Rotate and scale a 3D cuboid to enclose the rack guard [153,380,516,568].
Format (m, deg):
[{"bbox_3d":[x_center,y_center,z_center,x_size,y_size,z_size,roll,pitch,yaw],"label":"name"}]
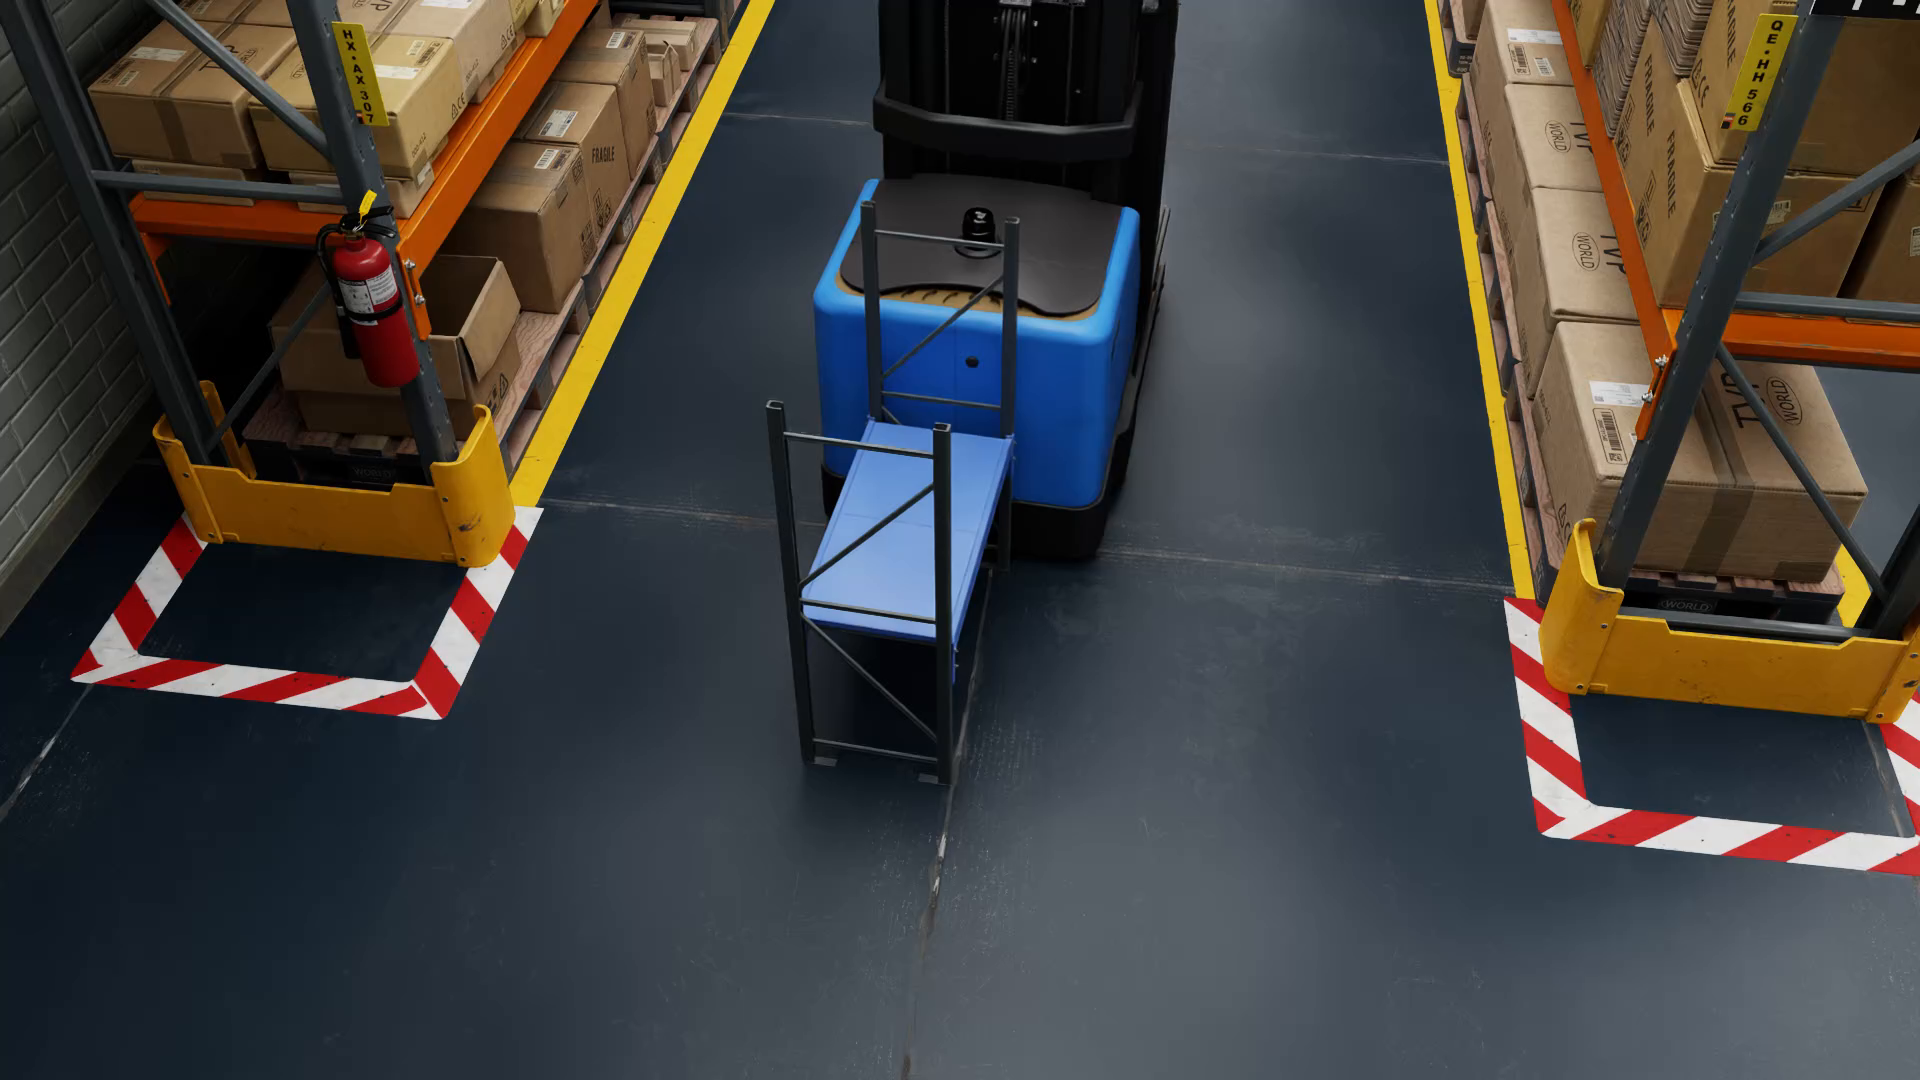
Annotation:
[{"bbox_3d":[-2.289,-0.243,6.143,1.175,0.500,0.348,5,44,6],"label":"rack guard"}]

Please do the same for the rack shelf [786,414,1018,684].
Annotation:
[{"bbox_3d":[-0.167,0.003,5.418,0.538,0.185,1.000,8,44,9],"label":"rack shelf"}]

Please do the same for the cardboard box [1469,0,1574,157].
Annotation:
[{"bbox_3d":[2.961,-2.180,7.929,0.875,0.438,0.875,5,44,5],"label":"cardboard box"}]

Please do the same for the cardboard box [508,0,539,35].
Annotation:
[{"bbox_3d":[-1.842,-2.127,6.207,0.500,0.250,0.500,4,44,5],"label":"cardboard box"}]

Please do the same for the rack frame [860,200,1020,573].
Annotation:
[{"bbox_3d":[-0.063,-0.470,5.656,0.500,1.500,0.032,8,44,9],"label":"rack frame"}]

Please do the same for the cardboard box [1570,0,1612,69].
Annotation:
[{"bbox_3d":[2.618,-2.085,6.197,0.500,0.500,0.500,6,44,7],"label":"cardboard box"}]

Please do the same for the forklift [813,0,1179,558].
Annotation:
[{"bbox_3d":[0.293,-2.024,6.256,1.130,2.935,3.031,8,44,9],"label":"forklift"}]

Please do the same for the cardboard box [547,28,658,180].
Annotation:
[{"bbox_3d":[-1.835,-2.039,7.734,0.700,0.500,0.500,4,44,4],"label":"cardboard box"}]

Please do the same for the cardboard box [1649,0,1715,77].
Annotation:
[{"bbox_3d":[2.490,-1.759,5.126,0.500,0.500,0.500,5,44,6],"label":"cardboard box"}]

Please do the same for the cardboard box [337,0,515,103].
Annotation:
[{"bbox_3d":[-1.905,-1.781,5.842,0.500,0.250,0.500,6,44,6],"label":"cardboard box"}]

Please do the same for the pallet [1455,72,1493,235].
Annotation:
[{"bbox_3d":[2.973,-1.853,8.053,1.003,0.211,1.213,5,44,6],"label":"pallet"}]

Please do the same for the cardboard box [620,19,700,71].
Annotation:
[{"bbox_3d":[-1.553,-2.536,8.515,0.380,0.149,0.250,4,44,4],"label":"cardboard box"}]

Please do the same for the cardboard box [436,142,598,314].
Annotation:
[{"bbox_3d":[-1.972,-1.331,6.987,0.700,0.500,0.500,7,44,7],"label":"cardboard box"}]

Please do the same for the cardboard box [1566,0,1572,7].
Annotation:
[{"bbox_3d":[2.686,-2.436,6.568,0.500,0.500,0.500,5,44,6],"label":"cardboard box"}]

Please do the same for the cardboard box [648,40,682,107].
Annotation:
[{"bbox_3d":[-1.600,-2.335,8.218,0.396,0.266,0.258,7,44,7],"label":"cardboard box"}]

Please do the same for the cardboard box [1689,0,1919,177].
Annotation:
[{"bbox_3d":[2.450,-1.400,4.747,0.500,0.500,0.500,7,44,7],"label":"cardboard box"}]

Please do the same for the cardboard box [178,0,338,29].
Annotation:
[{"bbox_3d":[-2.432,-1.842,5.906,0.500,0.250,0.500,5,44,6],"label":"cardboard box"}]

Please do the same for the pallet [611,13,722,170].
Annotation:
[{"bbox_3d":[-1.862,-2.344,8.573,1.003,0.211,1.213,5,44,6],"label":"pallet"}]

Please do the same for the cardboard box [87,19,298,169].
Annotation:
[{"bbox_3d":[-2.501,-1.490,5.535,0.500,0.250,0.500,6,44,7],"label":"cardboard box"}]

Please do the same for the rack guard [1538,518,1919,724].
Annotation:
[{"bbox_3d":[2.619,0.274,5.597,1.175,0.500,0.348,5,44,6],"label":"rack guard"}]

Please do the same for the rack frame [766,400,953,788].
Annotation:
[{"bbox_3d":[-0.271,0.214,4.933,0.500,1.500,0.032,8,44,9],"label":"rack frame"}]

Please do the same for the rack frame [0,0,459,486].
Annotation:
[{"bbox_3d":[-2.299,-1.099,5.229,1.000,3.000,0.127,5,44,6],"label":"rack frame"}]

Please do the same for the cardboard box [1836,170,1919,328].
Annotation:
[{"bbox_3d":[2.970,-0.988,5.039,0.500,0.500,0.500,5,44,5],"label":"cardboard box"}]

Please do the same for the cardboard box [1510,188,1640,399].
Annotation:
[{"bbox_3d":[2.723,-0.956,6.636,0.875,0.438,0.875,6,44,7],"label":"cardboard box"}]

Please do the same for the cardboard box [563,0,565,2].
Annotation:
[{"bbox_3d":[-1.749,-2.262,6.640,0.380,0.149,0.250,6,44,6],"label":"cardboard box"}]

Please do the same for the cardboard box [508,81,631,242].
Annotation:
[{"bbox_3d":[-1.803,-1.682,7.358,0.500,0.500,0.500,6,44,6],"label":"cardboard box"}]

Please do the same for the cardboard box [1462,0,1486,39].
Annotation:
[{"bbox_3d":[3.153,-3.187,8.674,0.875,0.875,0.875,6,44,7],"label":"cardboard box"}]

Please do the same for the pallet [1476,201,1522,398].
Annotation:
[{"bbox_3d":[2.814,-1.019,7.173,1.003,0.211,1.213,5,44,6],"label":"pallet"}]

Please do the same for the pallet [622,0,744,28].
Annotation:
[{"bbox_3d":[-1.700,-3.370,9.656,1.003,0.211,1.213,5,44,6],"label":"pallet"}]

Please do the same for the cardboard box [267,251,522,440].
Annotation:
[{"bbox_3d":[-2.124,-0.753,6.374,0.797,0.503,0.637,4,44,4],"label":"cardboard box"}]

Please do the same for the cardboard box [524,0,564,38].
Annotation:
[{"bbox_3d":[-1.764,-2.080,6.448,0.380,0.149,0.250,4,44,4],"label":"cardboard box"}]

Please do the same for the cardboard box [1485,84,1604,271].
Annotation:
[{"bbox_3d":[2.843,-1.570,7.285,0.875,0.438,0.875,4,44,4],"label":"cardboard box"}]

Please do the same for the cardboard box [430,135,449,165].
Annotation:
[{"bbox_3d":[-1.996,-1.384,5.713,0.380,0.149,0.250,6,44,7],"label":"cardboard box"}]

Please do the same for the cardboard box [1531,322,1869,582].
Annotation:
[{"bbox_3d":[2.610,-0.331,5.976,0.875,0.438,0.875,4,44,4],"label":"cardboard box"}]

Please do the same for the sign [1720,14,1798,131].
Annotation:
[{"bbox_3d":[2.086,-1.216,4.338,0.100,0.325,0.005,5,44,6],"label":"sign"}]

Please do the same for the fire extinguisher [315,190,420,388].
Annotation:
[{"bbox_3d":[-1.860,-0.793,5.234,0.296,0.674,0.183,5,44,6],"label":"fire extinguisher"}]

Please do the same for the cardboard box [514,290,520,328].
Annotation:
[{"bbox_3d":[-2.029,-0.911,6.798,0.380,0.149,0.250,4,44,4],"label":"cardboard box"}]

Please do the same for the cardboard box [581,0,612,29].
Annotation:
[{"bbox_3d":[-2.092,-2.572,8.435,0.500,0.311,0.500,7,44,7],"label":"cardboard box"}]

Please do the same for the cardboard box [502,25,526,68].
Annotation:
[{"bbox_3d":[-1.872,-1.915,6.273,0.380,0.149,0.250,6,44,6],"label":"cardboard box"}]

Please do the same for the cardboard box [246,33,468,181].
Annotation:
[{"bbox_3d":[-1.972,-1.437,5.479,0.500,0.250,0.500,5,44,6],"label":"cardboard box"}]

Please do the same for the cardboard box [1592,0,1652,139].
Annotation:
[{"bbox_3d":[2.563,-1.732,5.824,0.500,0.500,0.500,6,44,7],"label":"cardboard box"}]

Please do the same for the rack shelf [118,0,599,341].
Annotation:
[{"bbox_3d":[-2.034,-2.201,6.916,1.077,0.370,4.000,5,44,6],"label":"rack shelf"}]

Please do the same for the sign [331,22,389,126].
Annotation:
[{"bbox_3d":[-1.761,-1.364,4.879,0.100,0.325,0.005,5,44,6],"label":"sign"}]

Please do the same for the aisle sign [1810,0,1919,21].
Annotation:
[{"bbox_3d":[2.305,-1.573,3.839,0.394,0.787,0.004,5,44,6],"label":"aisle sign"}]

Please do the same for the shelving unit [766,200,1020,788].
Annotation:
[{"bbox_3d":[-0.167,-0.128,5.294,0.538,1.500,1.048,8,44,9],"label":"shelving unit"}]

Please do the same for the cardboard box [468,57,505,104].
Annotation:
[{"bbox_3d":[-1.901,-1.733,6.082,0.380,0.149,0.250,7,44,7],"label":"cardboard box"}]

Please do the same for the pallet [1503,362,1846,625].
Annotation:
[{"bbox_3d":[2.650,-0.190,6.297,1.003,0.211,1.213,5,44,6],"label":"pallet"}]

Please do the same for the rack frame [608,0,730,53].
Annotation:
[{"bbox_3d":[-1.770,-3.825,8.108,1.000,3.000,0.127,5,44,6],"label":"rack frame"}]

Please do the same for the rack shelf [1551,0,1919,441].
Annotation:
[{"bbox_3d":[2.886,-1.752,6.442,1.077,0.370,4.000,5,44,6],"label":"rack shelf"}]

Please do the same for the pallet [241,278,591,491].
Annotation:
[{"bbox_3d":[-2.184,-0.682,6.817,1.003,0.211,1.213,5,44,6],"label":"pallet"}]

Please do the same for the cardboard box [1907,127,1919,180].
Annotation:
[{"bbox_3d":[2.968,-1.351,4.695,0.500,0.500,0.500,4,44,5],"label":"cardboard box"}]

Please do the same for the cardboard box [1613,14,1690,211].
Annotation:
[{"bbox_3d":[2.504,-1.380,5.453,0.500,0.500,0.500,4,44,5],"label":"cardboard box"}]

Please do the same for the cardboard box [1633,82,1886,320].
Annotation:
[{"bbox_3d":[2.423,-1.039,5.093,0.500,0.500,0.500,5,44,6],"label":"cardboard box"}]

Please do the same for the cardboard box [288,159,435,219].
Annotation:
[{"bbox_3d":[-1.983,-1.207,5.526,0.380,0.149,0.250,5,44,5],"label":"cardboard box"}]

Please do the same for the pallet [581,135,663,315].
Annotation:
[{"bbox_3d":[-2.021,-1.511,7.692,1.003,0.211,1.213,5,44,6],"label":"pallet"}]

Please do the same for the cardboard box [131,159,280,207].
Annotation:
[{"bbox_3d":[-2.521,-1.258,5.580,0.380,0.149,0.250,5,44,5],"label":"cardboard box"}]

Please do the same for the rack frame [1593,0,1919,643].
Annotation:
[{"bbox_3d":[2.622,-0.650,4.755,1.000,3.000,0.127,5,44,6],"label":"rack frame"}]

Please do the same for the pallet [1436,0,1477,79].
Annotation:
[{"bbox_3d":[3.178,-2.897,9.156,1.003,0.211,1.213,5,44,6],"label":"pallet"}]
